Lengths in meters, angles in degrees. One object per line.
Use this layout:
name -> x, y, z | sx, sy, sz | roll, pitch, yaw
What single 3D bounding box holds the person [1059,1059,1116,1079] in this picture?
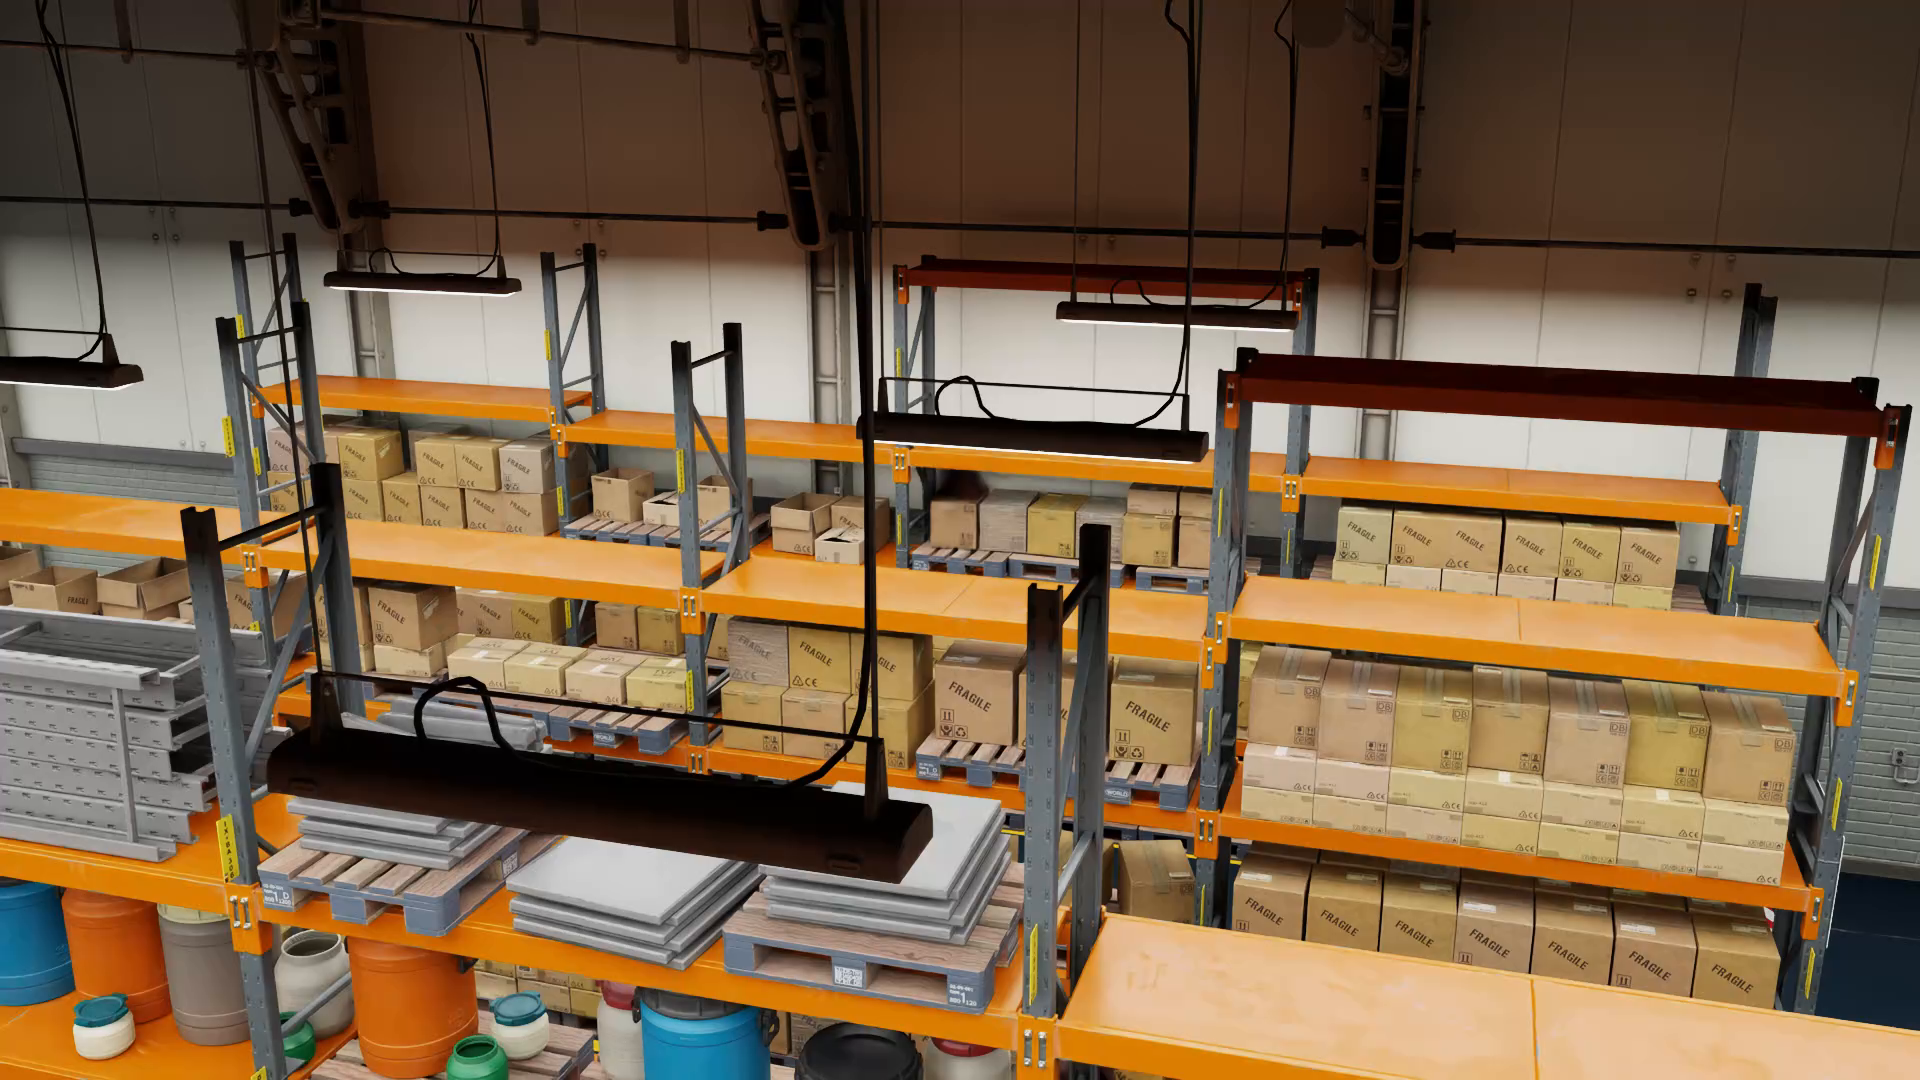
person -> 0.735, 4.029, 11.653 | 1.162, 1.727, 0.523 | 4, 17, 13
